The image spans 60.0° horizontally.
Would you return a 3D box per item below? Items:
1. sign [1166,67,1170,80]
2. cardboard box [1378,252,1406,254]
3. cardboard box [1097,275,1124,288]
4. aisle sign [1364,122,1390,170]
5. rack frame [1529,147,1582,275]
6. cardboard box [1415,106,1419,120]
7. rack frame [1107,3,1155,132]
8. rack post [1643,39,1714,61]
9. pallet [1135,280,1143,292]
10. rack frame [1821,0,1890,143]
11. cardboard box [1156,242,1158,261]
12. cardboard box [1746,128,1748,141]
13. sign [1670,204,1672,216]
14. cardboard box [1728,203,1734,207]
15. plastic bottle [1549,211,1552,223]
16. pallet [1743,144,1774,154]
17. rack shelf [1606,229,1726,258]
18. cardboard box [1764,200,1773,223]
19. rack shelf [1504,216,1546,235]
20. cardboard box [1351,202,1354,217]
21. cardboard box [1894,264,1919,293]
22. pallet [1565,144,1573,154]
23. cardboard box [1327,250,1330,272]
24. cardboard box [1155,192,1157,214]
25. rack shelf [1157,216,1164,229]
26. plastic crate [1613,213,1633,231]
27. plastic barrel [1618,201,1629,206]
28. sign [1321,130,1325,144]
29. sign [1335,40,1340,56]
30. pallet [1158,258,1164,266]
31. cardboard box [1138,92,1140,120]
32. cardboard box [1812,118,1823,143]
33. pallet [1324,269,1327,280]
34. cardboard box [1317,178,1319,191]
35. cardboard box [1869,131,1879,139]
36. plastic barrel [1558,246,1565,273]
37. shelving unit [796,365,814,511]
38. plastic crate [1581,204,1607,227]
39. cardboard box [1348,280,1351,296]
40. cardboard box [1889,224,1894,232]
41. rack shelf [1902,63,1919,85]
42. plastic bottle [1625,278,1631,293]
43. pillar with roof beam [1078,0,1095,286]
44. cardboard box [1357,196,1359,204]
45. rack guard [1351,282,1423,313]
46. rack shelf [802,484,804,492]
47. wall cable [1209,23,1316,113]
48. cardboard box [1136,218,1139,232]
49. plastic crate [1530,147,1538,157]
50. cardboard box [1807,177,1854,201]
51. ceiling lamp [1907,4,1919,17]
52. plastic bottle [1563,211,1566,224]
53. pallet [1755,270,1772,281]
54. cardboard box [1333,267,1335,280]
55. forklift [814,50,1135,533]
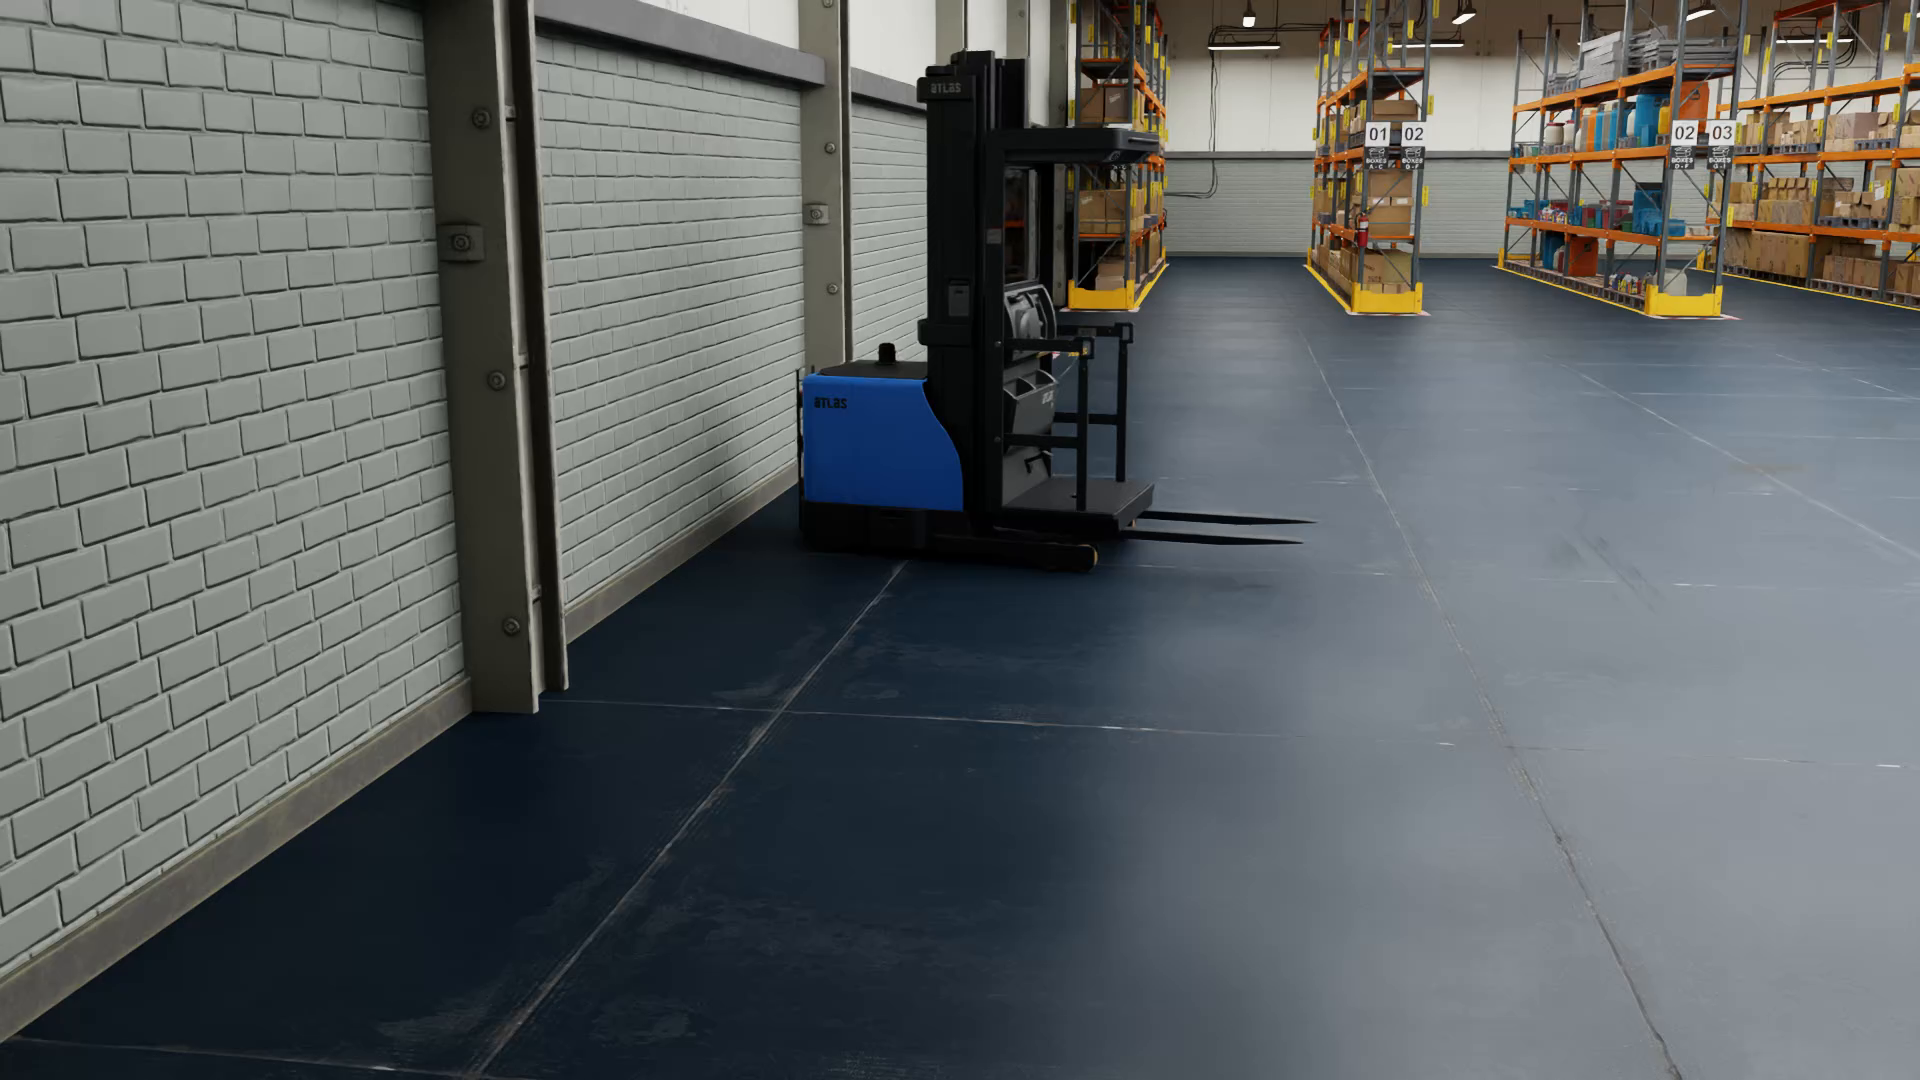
[{"bbox_3d":[5.500,-12.334,43.961,0.100,0.325,0.005,2,12,9],"label":"sign"},{"bbox_3d":[7.842,-4.977,30.218,0.500,0.500,0.500,2,12,9],"label":"cardboard box"},{"bbox_3d":[2.789,-4.757,30.783,0.500,0.311,0.500,3,13,13],"label":"cardboard box"},{"bbox_3d":[7.101,-6.703,28.306,0.394,0.787,0.004,2,12,9],"label":"aisle sign"},{"bbox_3d":[14.140,-7.773,39.442,1.000,3.000,0.127,2,12,9],"label":"rack frame"},{"bbox_3d":[7.926,-7.562,29.776,0.500,0.500,0.500,2,12,9],"label":"cardboard box"},{"bbox_3d":[3.736,-10.194,36.436,1.000,3.000,0.127,2,12,9],"label":"rack frame"},{"bbox_3d":[12.562,-8.575,29.103,0.937,0.300,0.954,2,12,8],"label":"rack post"},{"bbox_3d":[3.239,-5.228,34.250,1.003,0.211,1.213,2,12,9],"label":"pallet"},{"bbox_3d":[18.419,-9.713,34.201,1.000,3.000,0.127,2,12,9],"label":"rack frame"},{"bbox_3d":[4.729,-7.441,42.837,0.700,0.500,0.500,2,12,10],"label":"cardboard box"},{"bbox_3d":[19.403,-9.763,40.083,0.700,0.500,0.500,2,12,11],"label":"cardboard box"},{"bbox_3d":[13.452,-6.223,31.592,0.100,0.325,0.005,2,12,9],"label":"sign"},{"bbox_3d":[19.080,-8.105,40.630,0.500,0.250,0.500,2,12,8],"label":"cardboard box"},{"bbox_3d":[13.470,-7.362,37.839,0.097,0.271,0.097,0,12,0],"label":"plastic bottle"},{"bbox_3d":[19.170,-9.206,39.179,1.003,0.211,1.213,2,12,9],"label":"pallet"},{"bbox_3d":[12.602,-5.340,29.858,1.077,0.370,4.000,2,12,9],"label":"rack shelf"},{"bbox_3d":[18.640,-7.469,37.794,0.500,0.500,0.500,2,12,9],"label":"cardboard box"},{"bbox_3d":[14.448,-7.838,41.449,1.077,0.370,4.000,2,12,9],"label":"rack shelf"},{"bbox_3d":[8.308,-6.691,34.184,0.500,0.500,0.500,2,12,9],"label":"cardboard box"},{"bbox_3d":[17.703,-4.849,30.808,0.500,0.500,0.500,1,12,7],"label":"cardboard box"},{"bbox_3d":[13.739,-8.470,36.006,1.003,0.211,1.213,2,12,9],"label":"pallet"},{"bbox_3d":[8.543,-6.297,37.482,0.500,0.500,0.500,2,12,11],"label":"cardboard box"},{"bbox_3d":[4.460,-8.087,39.909,0.500,0.500,0.500,2,12,9],"label":"cardboard box"},{"bbox_3d":[4.659,-8.159,42.939,1.077,0.370,4.000,2,12,9],"label":"rack shelf"},{"bbox_3d":[12.704,-5.973,31.234,0.767,0.338,0.504,2,12,9],"label":"plastic crate"},{"bbox_3d":[13.387,-6.519,33.300,0.433,0.535,0.433,0,12,0],"label":"plastic barrel"},{"bbox_3d":[8.709,-9.669,39.894,0.100,0.325,0.005,2,12,9],"label":"sign"},{"bbox_3d":[8.094,-10.545,35.660,0.100,0.325,0.005,2,12,9],"label":"sign"},{"bbox_3d":[4.921,-7.395,44.305,1.003,0.211,1.213,2,12,9],"label":"pallet"},{"bbox_3d":[3.000,-7.892,30.215,0.500,0.500,0.500,2,12,10],"label":"cardboard box"},{"bbox_3d":[18.442,-8.631,35.062,0.797,0.503,0.637,3,12,12],"label":"cardboard box"},{"bbox_3d":[8.973,-6.146,38.511,1.003,0.211,1.213,2,12,9],"label":"pallet"},{"bbox_3d":[9.301,-8.902,42.070,0.500,0.500,0.500,2,12,8],"label":"cardboard box"},{"bbox_3d":[17.993,-7.898,32.460,0.380,0.166,0.250,2,12,7],"label":"cardboard box"},{"bbox_3d":[13.757,-6.304,37.354,0.600,0.588,0.708,2,12,9],"label":"plastic barrel"},{"bbox_3d":[-0.903,-0.587,10.725,0.215,1.050,0.249,4,13,18],"label":"shelving unit"},{"bbox_3d":[12.974,-6.645,34.056,0.402,0.464,0.583,2,12,9],"label":"plastic crate"},{"bbox_3d":[7.256,-4.523,29.892,0.500,0.250,0.500,2,12,9],"label":"cardboard box"},{"bbox_3d":[17.474,-5.789,30.834,0.380,0.149,0.250,2,12,9],"label":"cardboard box"},{"bbox_3d":[17.496,-8.110,28.482,1.077,0.370,4.000,2,12,9],"label":"rack shelf"},{"bbox_3d":[12.231,-4.636,30.305,0.152,0.276,0.135,2,12,7],"label":"plastic bottle"},{"bbox_3d":[6.935,-9.812,34.663,9.100,9.000,0.400,2,12,9],"label":"pillar with roof beam"},{"bbox_3d":[7.589,-6.317,30.908,0.380,0.149,0.250,2,12,7],"label":"cardboard box"},{"bbox_3d":[7.397,-4.209,28.839,1.175,0.500,0.348,2,12,9],"label":"rack guard"},{"bbox_3d":[-0.904,-0.354,10.774,0.166,0.050,0.221,4,13,18],"label":"rack shelf"},{"bbox_3d":[8.862,-13.889,48.961,3.097,2.526,0.112,2,12,9],"label":"wall cable"},{"bbox_3d":[3.044,-5.838,30.772,0.500,0.250,0.500,2,12,8],"label":"cardboard box"},{"bbox_3d":[13.965,-9.357,40.071,0.416,0.233,0.300,2,12,9],"label":"plastic crate"},{"bbox_3d":[18.548,-7.471,35.421,0.797,0.503,0.637,2,12,11],"label":"cardboard box"},{"bbox_3d":[21.629,-13.136,36.230,0.800,3.185,2.000,2,12,9],"label":"ceiling lamp"},{"bbox_3d":[13.201,-7.029,36.268,0.061,0.283,0.133,2,12,9],"label":"plastic bottle"},{"bbox_3d":[18.990,-6.086,38.234,1.003,0.211,1.213,2,12,9],"label":"pallet"},{"bbox_3d":[8.031,-5.544,34.626,0.500,0.250,0.500,2,12,10],"label":"cardboard box"},{"bbox_3d":[18.186,-5.290,27.551,24.890,3.159,46.598,4,13,18],"label":"forklift"}]
